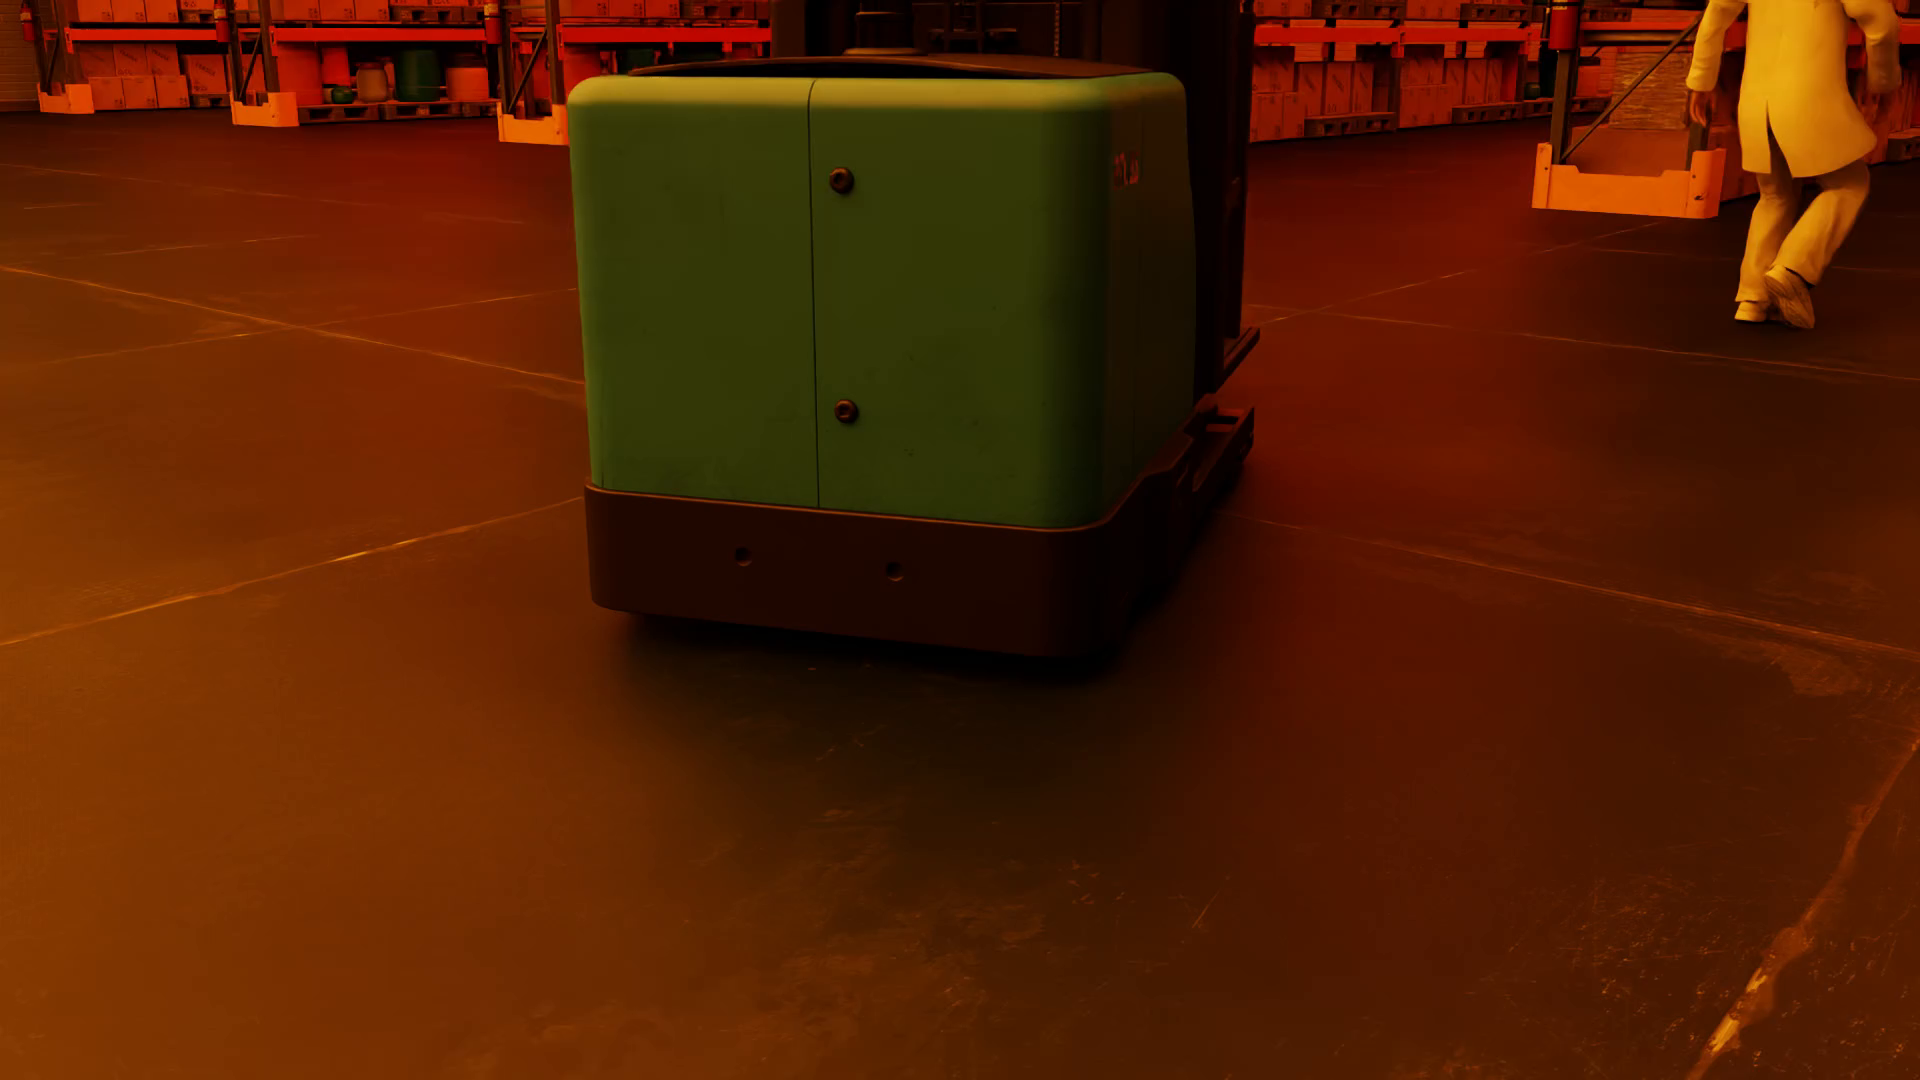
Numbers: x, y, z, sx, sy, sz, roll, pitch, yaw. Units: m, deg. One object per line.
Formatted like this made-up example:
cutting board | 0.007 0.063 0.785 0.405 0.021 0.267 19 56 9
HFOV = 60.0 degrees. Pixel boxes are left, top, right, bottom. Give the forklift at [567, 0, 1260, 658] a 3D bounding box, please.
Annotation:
forklift | 0.189 -1.578 4.095 1.130 2.935 3.031 5 18 17

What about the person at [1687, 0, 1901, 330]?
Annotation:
person | 3.339 -1.744 6.710 0.524 1.749 0.829 -9 19 -28
